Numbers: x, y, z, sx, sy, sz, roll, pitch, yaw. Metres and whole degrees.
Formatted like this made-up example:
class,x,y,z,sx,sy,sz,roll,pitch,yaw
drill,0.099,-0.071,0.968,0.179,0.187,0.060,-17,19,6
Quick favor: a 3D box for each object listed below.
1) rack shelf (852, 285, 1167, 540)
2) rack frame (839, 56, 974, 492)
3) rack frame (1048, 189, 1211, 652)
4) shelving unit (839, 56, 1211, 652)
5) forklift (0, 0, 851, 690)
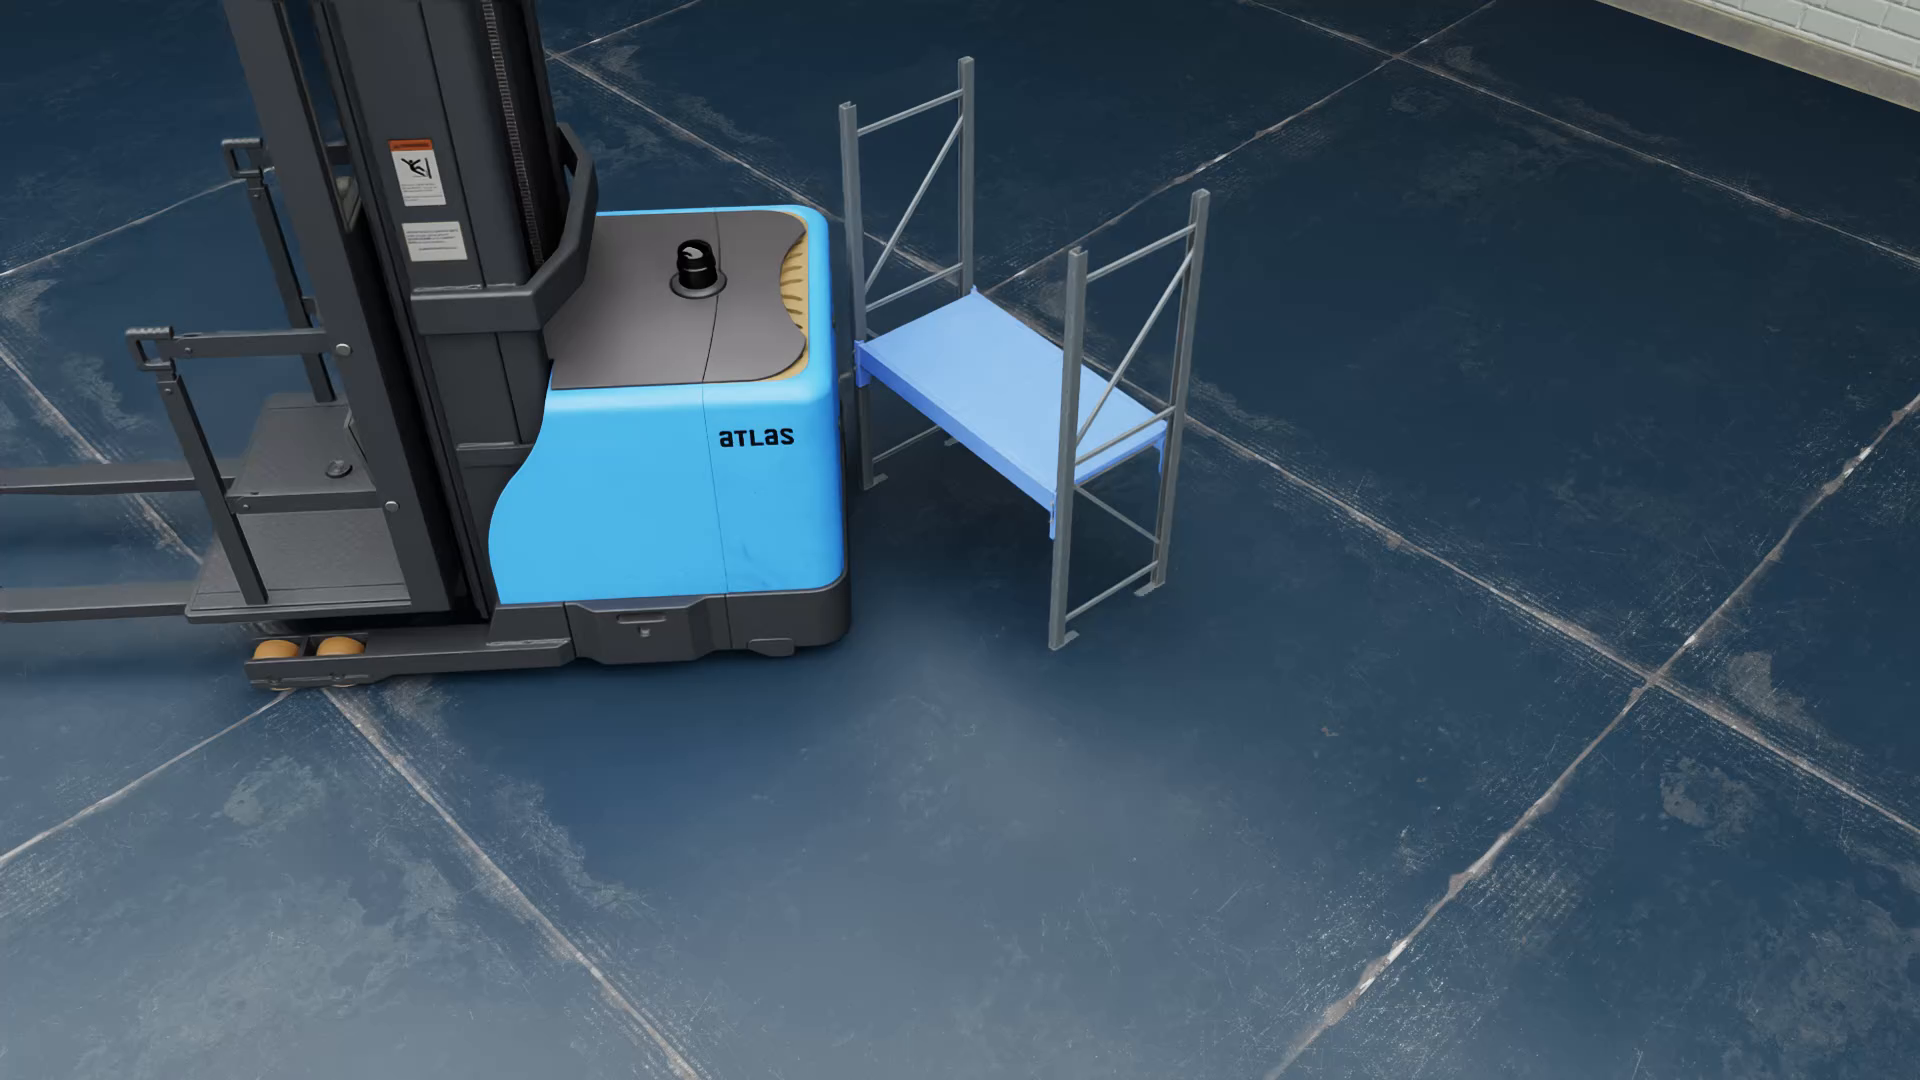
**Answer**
class,x,y,z,sx,sy,sz,roll,pitch,yaw
rack shelf,0.165,-0.439,5.386,0.538,0.185,1.000,-29,50,-28
rack frame,-0.158,-0.838,5.552,0.500,1.500,0.032,-29,50,-28
rack frame,0.487,-0.305,4.975,0.500,1.500,0.032,-29,50,-28
shelving unit,0.165,-0.572,5.263,0.538,1.500,1.048,-29,50,-28
forklift,-1.891,-0.976,4.647,3.031,2.935,1.130,-3,43,-3
